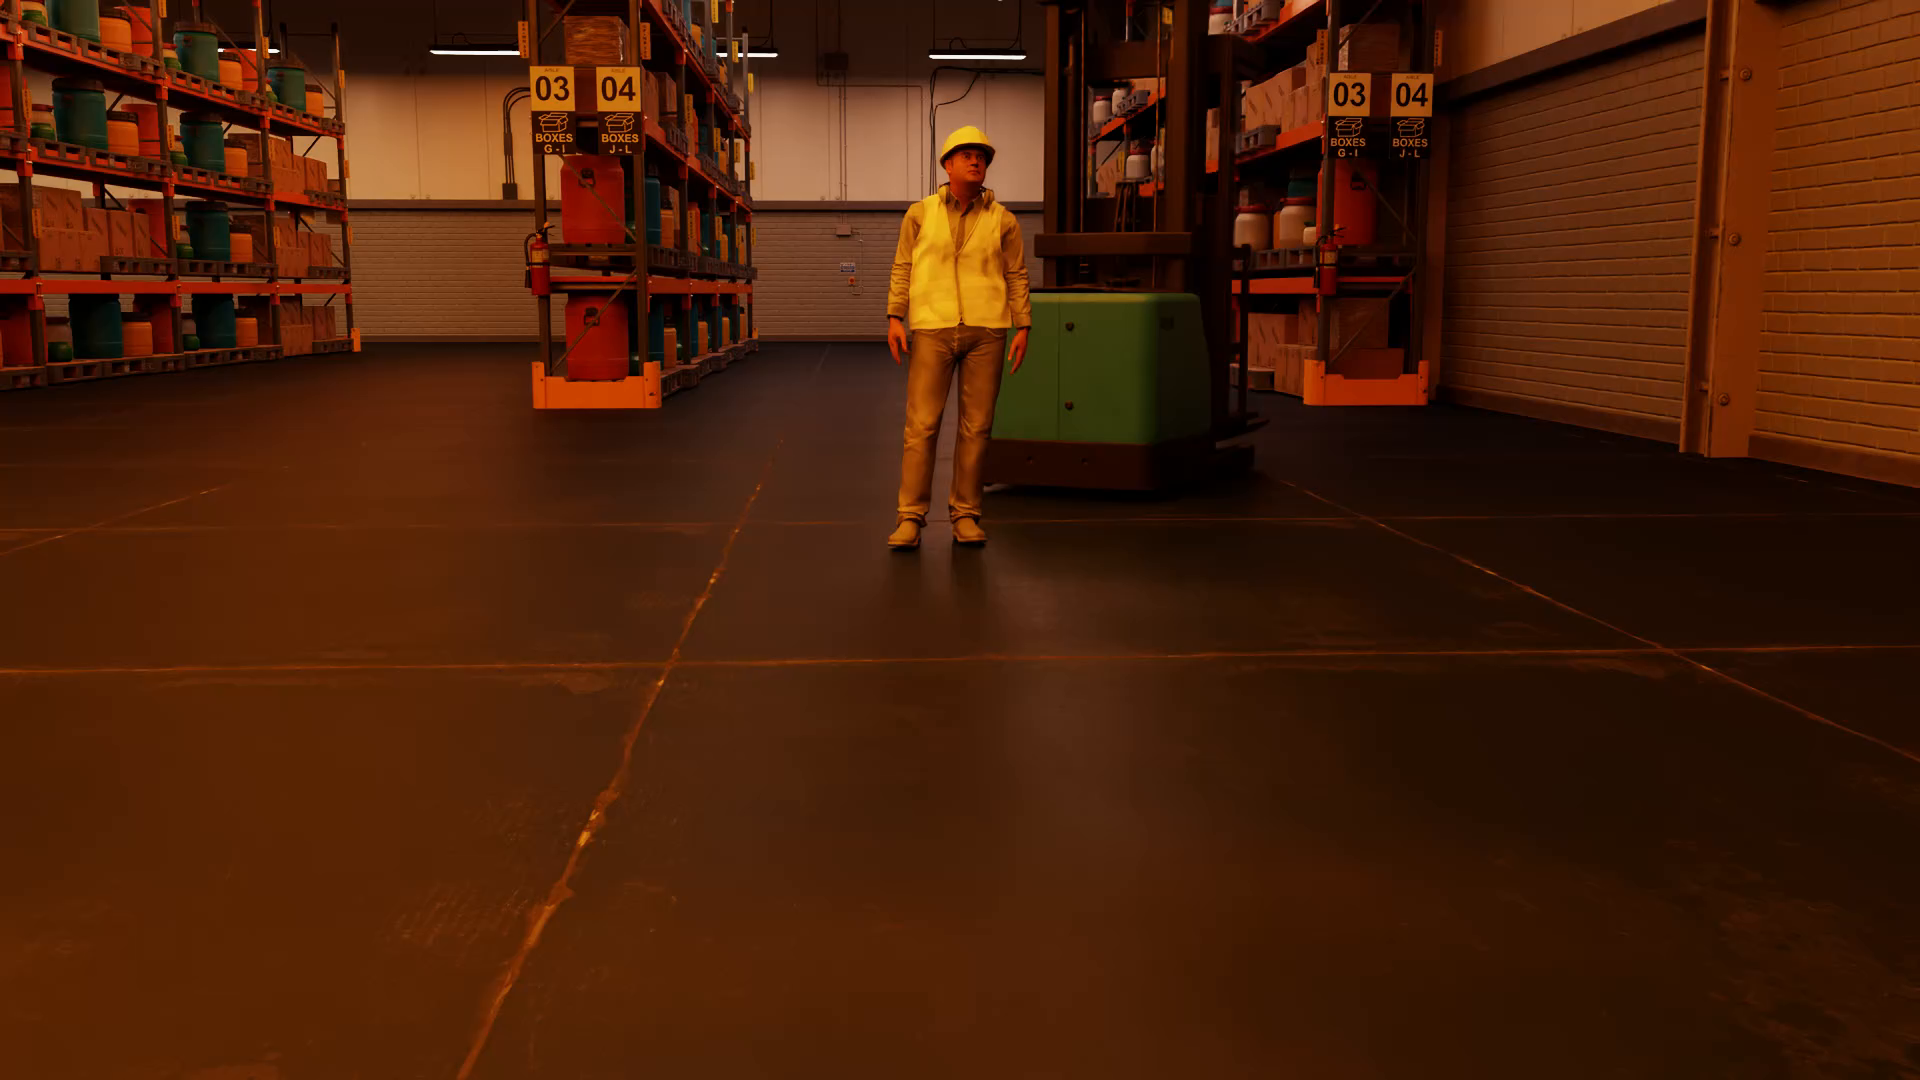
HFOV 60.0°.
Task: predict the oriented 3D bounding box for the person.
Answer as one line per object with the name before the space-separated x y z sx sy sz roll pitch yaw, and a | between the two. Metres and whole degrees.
person | -0.003 -0.875 7.116 0.633 1.775 0.566 -1 8 -4

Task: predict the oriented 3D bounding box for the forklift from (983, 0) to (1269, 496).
forklift | 1.144 -1.858 9.843 1.130 2.935 3.031 4 9 25
